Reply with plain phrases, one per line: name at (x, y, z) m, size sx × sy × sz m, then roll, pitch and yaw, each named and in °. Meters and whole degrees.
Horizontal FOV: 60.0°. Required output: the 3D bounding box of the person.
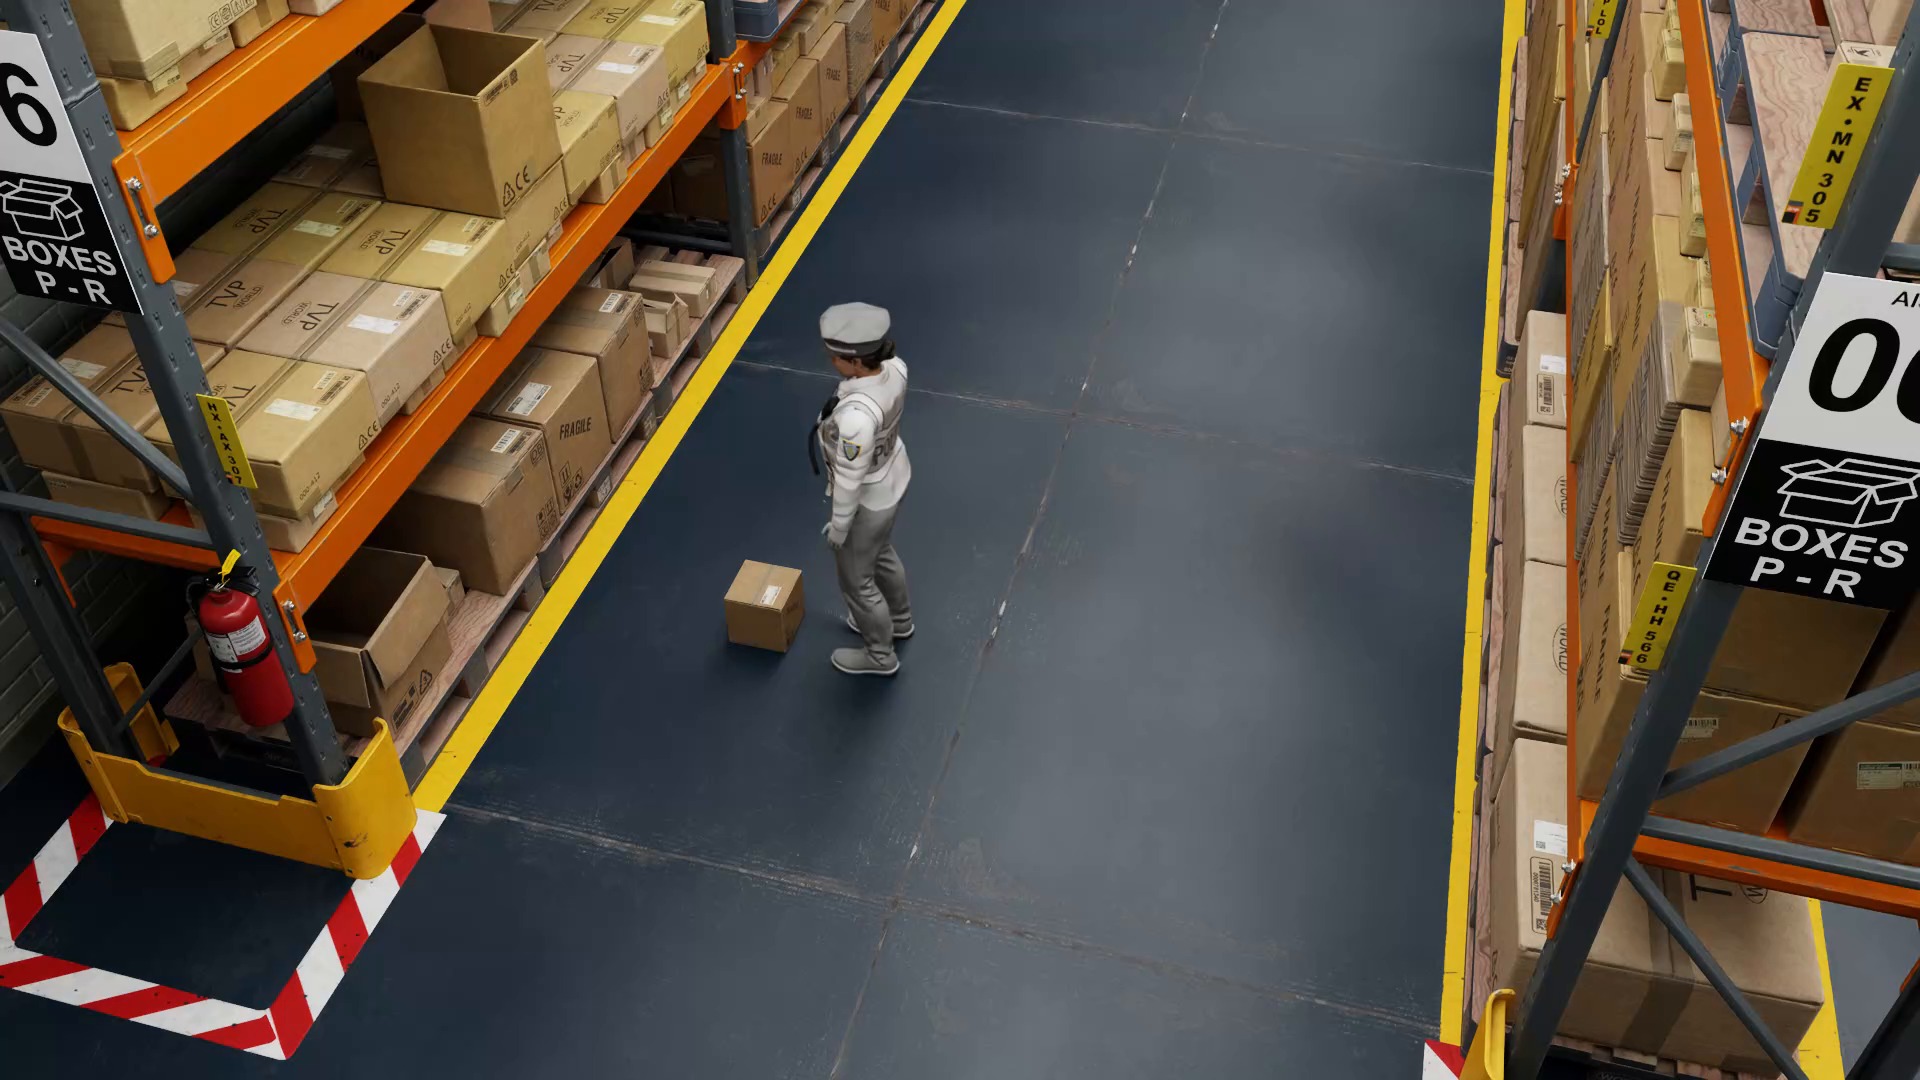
person at (-0.366, -0.160, 6.344) m, size 0.328 × 1.661 × 0.470 m, roll 11°, pitch 42°, yaw 12°
